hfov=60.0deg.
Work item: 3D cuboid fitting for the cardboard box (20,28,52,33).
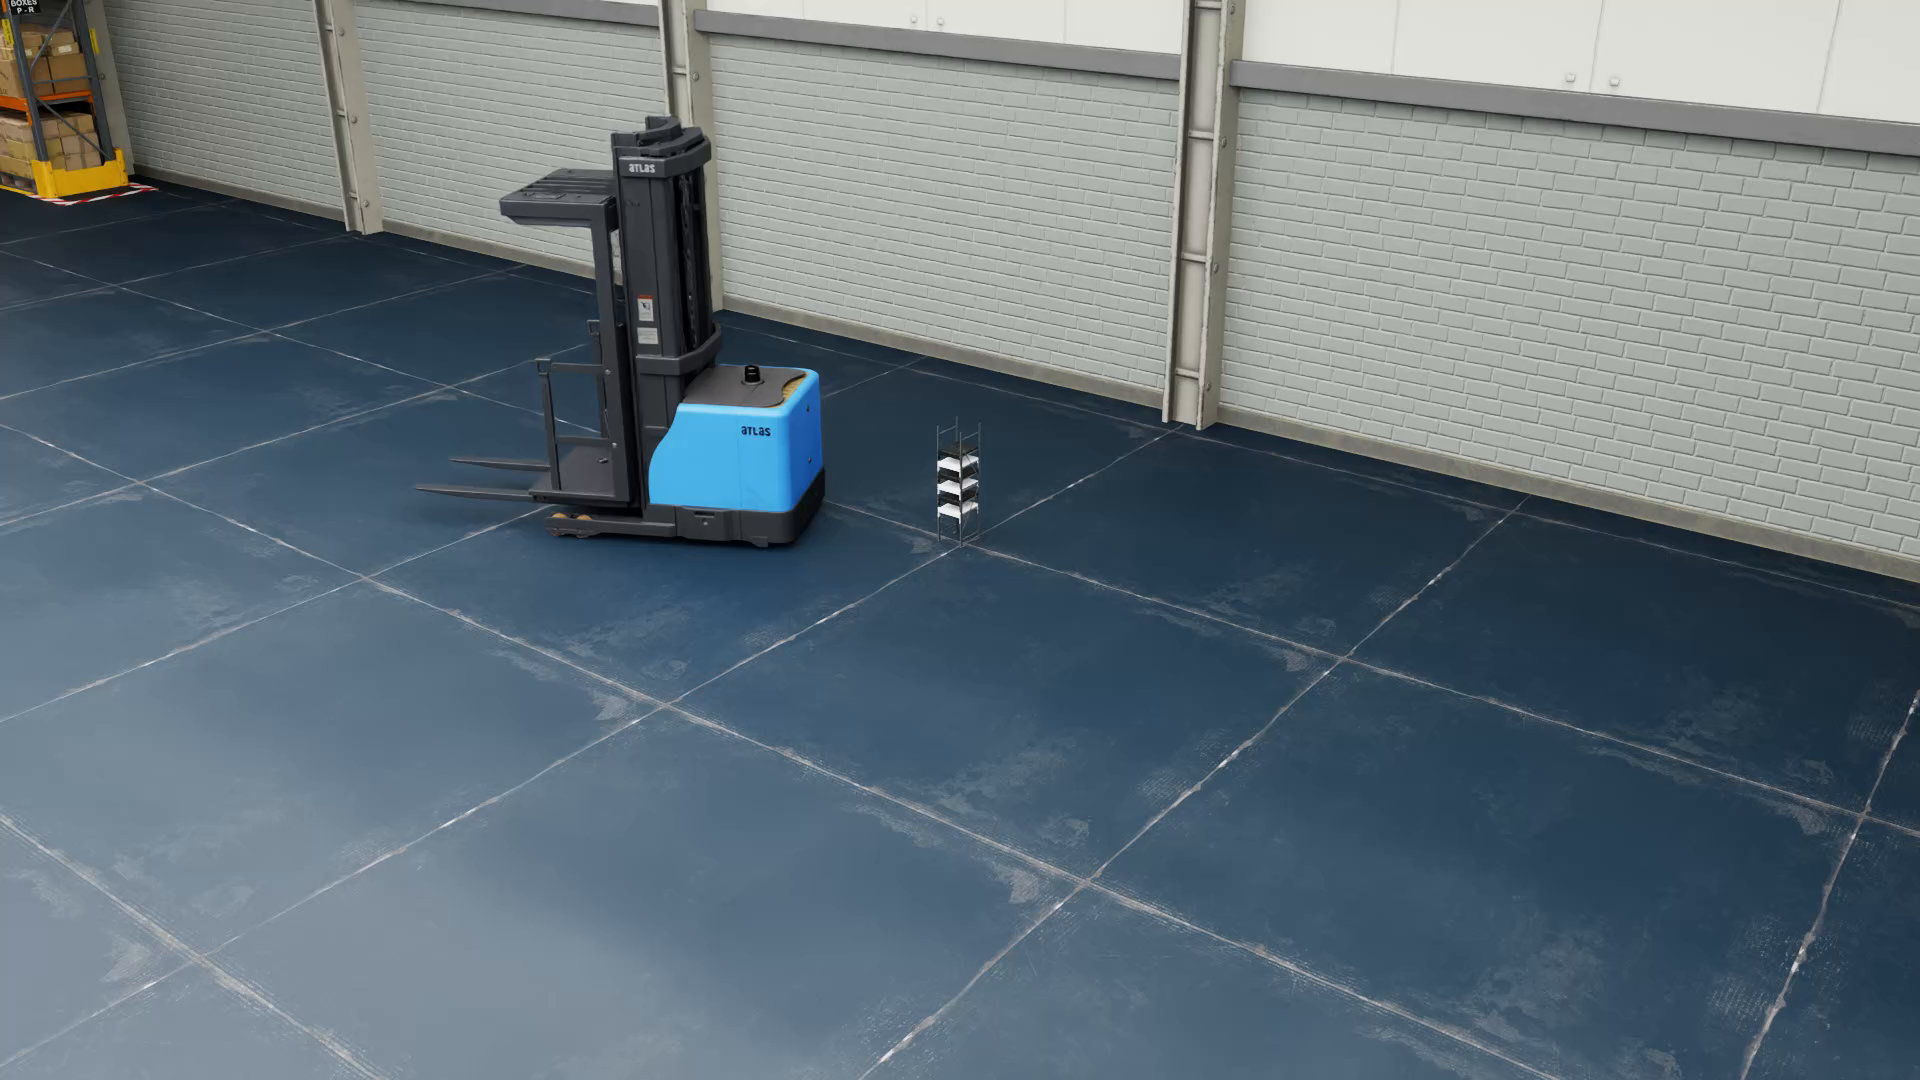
[{"bbox_3d":[-12.913,-7.075,23.290,0.250,0.149,0.380,17,29,34],"label":"cardboard box"}]

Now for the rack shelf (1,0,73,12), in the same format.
[{"bbox_3d":[-13.964,-7.840,23.495,4.000,0.370,1.077,17,29,33],"label":"rack shelf"}]

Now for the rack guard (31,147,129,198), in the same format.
[{"bbox_3d":[-12.345,-5.163,23.348,0.348,0.500,1.175,17,29,33],"label":"rack guard"}]

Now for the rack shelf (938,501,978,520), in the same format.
[{"bbox_3d":[-0.006,-0.219,12.159,0.200,0.077,0.258,17,29,33],"label":"rack shelf"}]

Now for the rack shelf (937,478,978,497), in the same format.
[{"bbox_3d":[-0.006,-0.383,12.086,0.200,0.077,0.258,17,29,33],"label":"rack shelf"}]

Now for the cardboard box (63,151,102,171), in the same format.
[{"bbox_3d":[-12.640,-5.428,23.739,0.500,0.250,0.500,17,29,34],"label":"cardboard box"}]

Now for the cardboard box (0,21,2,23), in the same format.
[{"bbox_3d":[-13.939,-7.388,23.999,0.250,0.149,0.380,18,29,35],"label":"cardboard box"}]

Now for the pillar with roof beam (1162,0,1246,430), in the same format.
[{"bbox_3d":[-0.559,-3.775,9.658,0.400,9.000,9.100,17,29,33],"label":"pillar with roof beam"}]

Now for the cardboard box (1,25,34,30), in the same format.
[{"bbox_3d":[-13.328,-7.195,23.563,0.250,0.149,0.380,18,29,35],"label":"cardboard box"}]

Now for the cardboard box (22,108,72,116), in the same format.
[{"bbox_3d":[-13.037,-6.001,23.799,0.500,0.250,0.500,17,29,33],"label":"cardboard box"}]

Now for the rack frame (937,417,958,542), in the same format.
[{"bbox_3d":[-0.088,-0.438,12.129,0.006,0.900,0.240,17,29,33],"label":"rack frame"}]

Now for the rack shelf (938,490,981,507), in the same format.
[{"bbox_3d":[-0.006,-0.301,12.123,0.200,0.077,0.258,17,29,33],"label":"rack shelf"}]

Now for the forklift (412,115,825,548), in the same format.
[{"bbox_3d":[-2.609,-1.559,12.153,3.031,2.935,1.130,4,24,9],"label":"forklift"}]

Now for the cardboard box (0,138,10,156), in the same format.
[{"bbox_3d":[-13.336,-5.617,23.547,0.500,0.250,0.500,16,29,33],"label":"cardboard box"}]

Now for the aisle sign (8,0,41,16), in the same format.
[{"bbox_3d":[-12.488,-7.392,22.082,0.004,0.787,0.394,17,29,33],"label":"aisle sign"}]

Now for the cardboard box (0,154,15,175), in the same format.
[{"bbox_3d":[-13.322,-5.382,23.633,0.500,0.250,0.500,17,29,33],"label":"cardboard box"}]

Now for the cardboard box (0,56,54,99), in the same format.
[{"bbox_3d":[-12.915,-6.393,22.915,0.500,0.500,0.500,16,28,32],"label":"cardboard box"}]

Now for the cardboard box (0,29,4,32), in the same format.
[{"bbox_3d":[-13.373,-6.998,23.116,0.250,0.149,0.380,17,29,34],"label":"cardboard box"}]

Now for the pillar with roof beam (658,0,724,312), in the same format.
[{"bbox_3d":[-5.360,-5.226,12.951,0.400,9.000,9.100,17,29,33],"label":"pillar with roof beam"}]

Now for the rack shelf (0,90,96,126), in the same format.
[{"bbox_3d":[-13.964,-6.467,24.100,4.000,0.370,1.077,17,29,33],"label":"rack shelf"}]

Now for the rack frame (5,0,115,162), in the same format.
[{"bbox_3d":[-12.364,-6.313,22.857,0.127,3.000,1.000,17,29,33],"label":"rack frame"}]

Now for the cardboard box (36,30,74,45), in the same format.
[{"bbox_3d":[-12.505,-6.941,22.987,0.250,0.149,0.380,16,28,32],"label":"cardboard box"}]

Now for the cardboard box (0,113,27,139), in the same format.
[{"bbox_3d":[-13.332,-5.836,23.425,0.500,0.250,0.500,17,29,34],"label":"cardboard box"}]

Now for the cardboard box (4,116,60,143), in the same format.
[{"bbox_3d":[-12.919,-5.715,23.149,0.500,0.250,0.500,18,29,35],"label":"cardboard box"}]

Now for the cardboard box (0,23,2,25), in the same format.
[{"bbox_3d":[-13.725,-7.325,23.857,0.250,0.149,0.380,17,29,34],"label":"cardboard box"}]

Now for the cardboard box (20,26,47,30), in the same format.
[{"bbox_3d":[-13.103,-7.140,23.436,0.250,0.149,0.380,17,29,34],"label":"cardboard box"}]

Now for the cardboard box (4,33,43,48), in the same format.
[{"bbox_3d":[-12.777,-6.810,22.688,0.250,0.149,0.380,17,29,33],"label":"cardboard box"}]

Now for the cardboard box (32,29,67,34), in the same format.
[{"bbox_3d":[-12.680,-7.026,23.179,0.250,0.149,0.380,18,29,35],"label":"cardboard box"}]

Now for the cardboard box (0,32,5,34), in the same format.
[{"bbox_3d":[-13.219,-6.914,22.925,0.250,0.149,0.380,18,29,34],"label":"cardboard box"}]

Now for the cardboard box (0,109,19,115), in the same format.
[{"bbox_3d":[-13.741,-5.955,23.695,0.500,0.250,0.500,17,29,34],"label":"cardboard box"}]

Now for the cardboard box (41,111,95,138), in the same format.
[{"bbox_3d":[-12.635,-5.881,23.528,0.500,0.250,0.500,16,29,33],"label":"cardboard box"}]

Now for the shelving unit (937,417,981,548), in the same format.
[{"bbox_3d":[-0.006,-0.414,12.073,0.210,0.900,0.258,17,29,33],"label":"shelving unit"}]

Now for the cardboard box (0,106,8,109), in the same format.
[{"bbox_3d":[-13.837,-6.252,24.368,0.500,0.250,0.500,16,28,32],"label":"cardboard box"}]

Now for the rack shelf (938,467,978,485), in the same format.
[{"bbox_3d":[-0.006,-0.466,12.050,0.200,0.077,0.258,17,29,33],"label":"rack shelf"}]

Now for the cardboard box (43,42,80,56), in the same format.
[{"bbox_3d":[-12.480,-6.821,23.082,0.250,0.149,0.380,16,28,32],"label":"cardboard box"}]

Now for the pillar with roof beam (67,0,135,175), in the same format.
[{"bbox_3d":[-14.962,-8.128,19.537,0.400,9.000,9.100,17,29,33],"label":"pillar with roof beam"}]

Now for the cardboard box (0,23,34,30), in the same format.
[{"bbox_3d":[-13.479,-7.291,23.779,0.250,0.149,0.380,16,28,32],"label":"cardboard box"}]

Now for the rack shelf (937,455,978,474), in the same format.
[{"bbox_3d":[-0.006,-0.548,12.014,0.200,0.077,0.258,17,29,33],"label":"rack shelf"}]

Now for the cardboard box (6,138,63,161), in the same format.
[{"bbox_3d":[-12.941,-5.492,23.264,0.500,0.250,0.500,16,29,33],"label":"cardboard box"}]

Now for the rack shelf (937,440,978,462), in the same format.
[{"bbox_3d":[-0.006,-0.630,11.978,0.200,0.077,0.258,17,29,33],"label":"rack shelf"}]

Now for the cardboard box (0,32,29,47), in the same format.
[{"bbox_3d":[-12.993,-6.860,22.801,0.250,0.149,0.380,17,29,33],"label":"cardboard box"}]

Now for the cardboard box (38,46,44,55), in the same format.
[{"bbox_3d":[-12.715,-6.860,23.171,0.250,0.149,0.380,17,29,33],"label":"cardboard box"}]

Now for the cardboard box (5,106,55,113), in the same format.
[{"bbox_3d":[-13.431,-6.125,24.081,0.500,0.250,0.500,17,29,33],"label":"cardboard box"}]

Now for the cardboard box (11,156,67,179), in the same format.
[{"bbox_3d":[-12.929,-5.258,23.353,0.500,0.250,0.500,17,29,34],"label":"cardboard box"}]

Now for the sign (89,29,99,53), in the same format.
[{"bbox_3d":[-12.026,-6.923,23.070,0.005,0.325,0.100,17,29,33],"label":"sign"}]

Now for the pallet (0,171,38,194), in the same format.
[{"bbox_3d":[-13.001,-5.208,23.808,1.213,0.211,1.003,17,29,33],"label":"pallet"}]

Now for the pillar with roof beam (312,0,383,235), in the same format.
[{"bbox_3d":[-10.161,-6.677,16.244,0.400,9.000,9.100,17,29,33],"label":"pillar with roof beam"}]

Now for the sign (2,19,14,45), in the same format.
[{"bbox_3d":[-12.700,-6.779,22.186,0.005,0.325,0.100,17,29,33],"label":"sign"}]

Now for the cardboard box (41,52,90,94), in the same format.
[{"bbox_3d":[-12.594,-6.568,23.312,0.500,0.500,0.500,18,29,35],"label":"cardboard box"}]

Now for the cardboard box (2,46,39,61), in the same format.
[{"bbox_3d":[-12.809,-6.649,22.691,0.250,0.149,0.380,17,29,34],"label":"cardboard box"}]

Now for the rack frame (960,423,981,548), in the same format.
[{"bbox_3d":[0.075,-0.389,12.017,0.006,0.900,0.240,17,29,33],"label":"rack frame"}]

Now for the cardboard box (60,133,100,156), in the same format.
[{"bbox_3d":[-12.616,-5.656,23.636,0.500,0.250,0.500,17,29,34],"label":"cardboard box"}]

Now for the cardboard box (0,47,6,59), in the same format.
[{"bbox_3d":[-13.032,-6.701,22.810,0.250,0.149,0.380,17,29,34],"label":"cardboard box"}]
